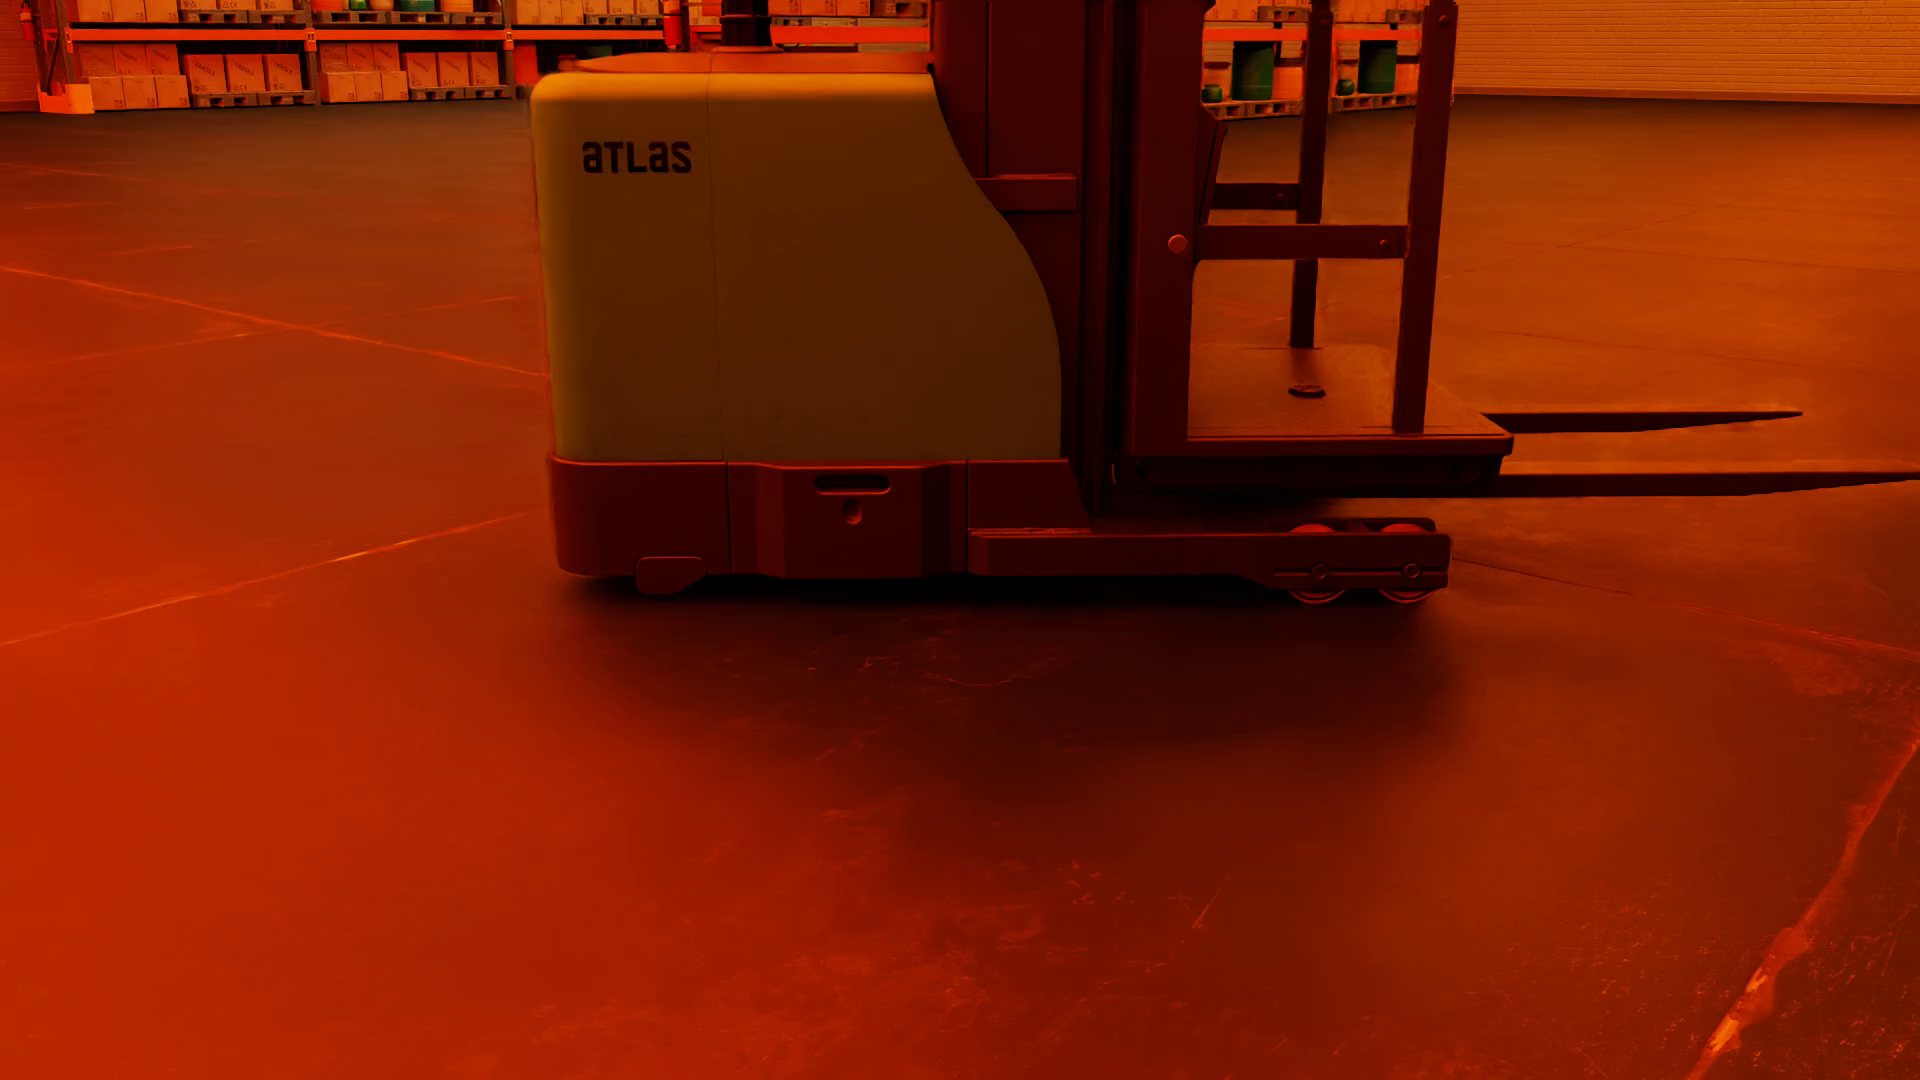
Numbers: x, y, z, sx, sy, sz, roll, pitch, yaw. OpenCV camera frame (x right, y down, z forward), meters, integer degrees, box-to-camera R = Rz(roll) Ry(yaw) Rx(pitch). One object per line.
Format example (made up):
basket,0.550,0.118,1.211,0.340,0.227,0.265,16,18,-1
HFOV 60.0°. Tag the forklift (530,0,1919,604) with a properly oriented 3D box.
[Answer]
forklift,0.646,-1.422,3.581,3.031,2.935,1.130,0,17,-1
